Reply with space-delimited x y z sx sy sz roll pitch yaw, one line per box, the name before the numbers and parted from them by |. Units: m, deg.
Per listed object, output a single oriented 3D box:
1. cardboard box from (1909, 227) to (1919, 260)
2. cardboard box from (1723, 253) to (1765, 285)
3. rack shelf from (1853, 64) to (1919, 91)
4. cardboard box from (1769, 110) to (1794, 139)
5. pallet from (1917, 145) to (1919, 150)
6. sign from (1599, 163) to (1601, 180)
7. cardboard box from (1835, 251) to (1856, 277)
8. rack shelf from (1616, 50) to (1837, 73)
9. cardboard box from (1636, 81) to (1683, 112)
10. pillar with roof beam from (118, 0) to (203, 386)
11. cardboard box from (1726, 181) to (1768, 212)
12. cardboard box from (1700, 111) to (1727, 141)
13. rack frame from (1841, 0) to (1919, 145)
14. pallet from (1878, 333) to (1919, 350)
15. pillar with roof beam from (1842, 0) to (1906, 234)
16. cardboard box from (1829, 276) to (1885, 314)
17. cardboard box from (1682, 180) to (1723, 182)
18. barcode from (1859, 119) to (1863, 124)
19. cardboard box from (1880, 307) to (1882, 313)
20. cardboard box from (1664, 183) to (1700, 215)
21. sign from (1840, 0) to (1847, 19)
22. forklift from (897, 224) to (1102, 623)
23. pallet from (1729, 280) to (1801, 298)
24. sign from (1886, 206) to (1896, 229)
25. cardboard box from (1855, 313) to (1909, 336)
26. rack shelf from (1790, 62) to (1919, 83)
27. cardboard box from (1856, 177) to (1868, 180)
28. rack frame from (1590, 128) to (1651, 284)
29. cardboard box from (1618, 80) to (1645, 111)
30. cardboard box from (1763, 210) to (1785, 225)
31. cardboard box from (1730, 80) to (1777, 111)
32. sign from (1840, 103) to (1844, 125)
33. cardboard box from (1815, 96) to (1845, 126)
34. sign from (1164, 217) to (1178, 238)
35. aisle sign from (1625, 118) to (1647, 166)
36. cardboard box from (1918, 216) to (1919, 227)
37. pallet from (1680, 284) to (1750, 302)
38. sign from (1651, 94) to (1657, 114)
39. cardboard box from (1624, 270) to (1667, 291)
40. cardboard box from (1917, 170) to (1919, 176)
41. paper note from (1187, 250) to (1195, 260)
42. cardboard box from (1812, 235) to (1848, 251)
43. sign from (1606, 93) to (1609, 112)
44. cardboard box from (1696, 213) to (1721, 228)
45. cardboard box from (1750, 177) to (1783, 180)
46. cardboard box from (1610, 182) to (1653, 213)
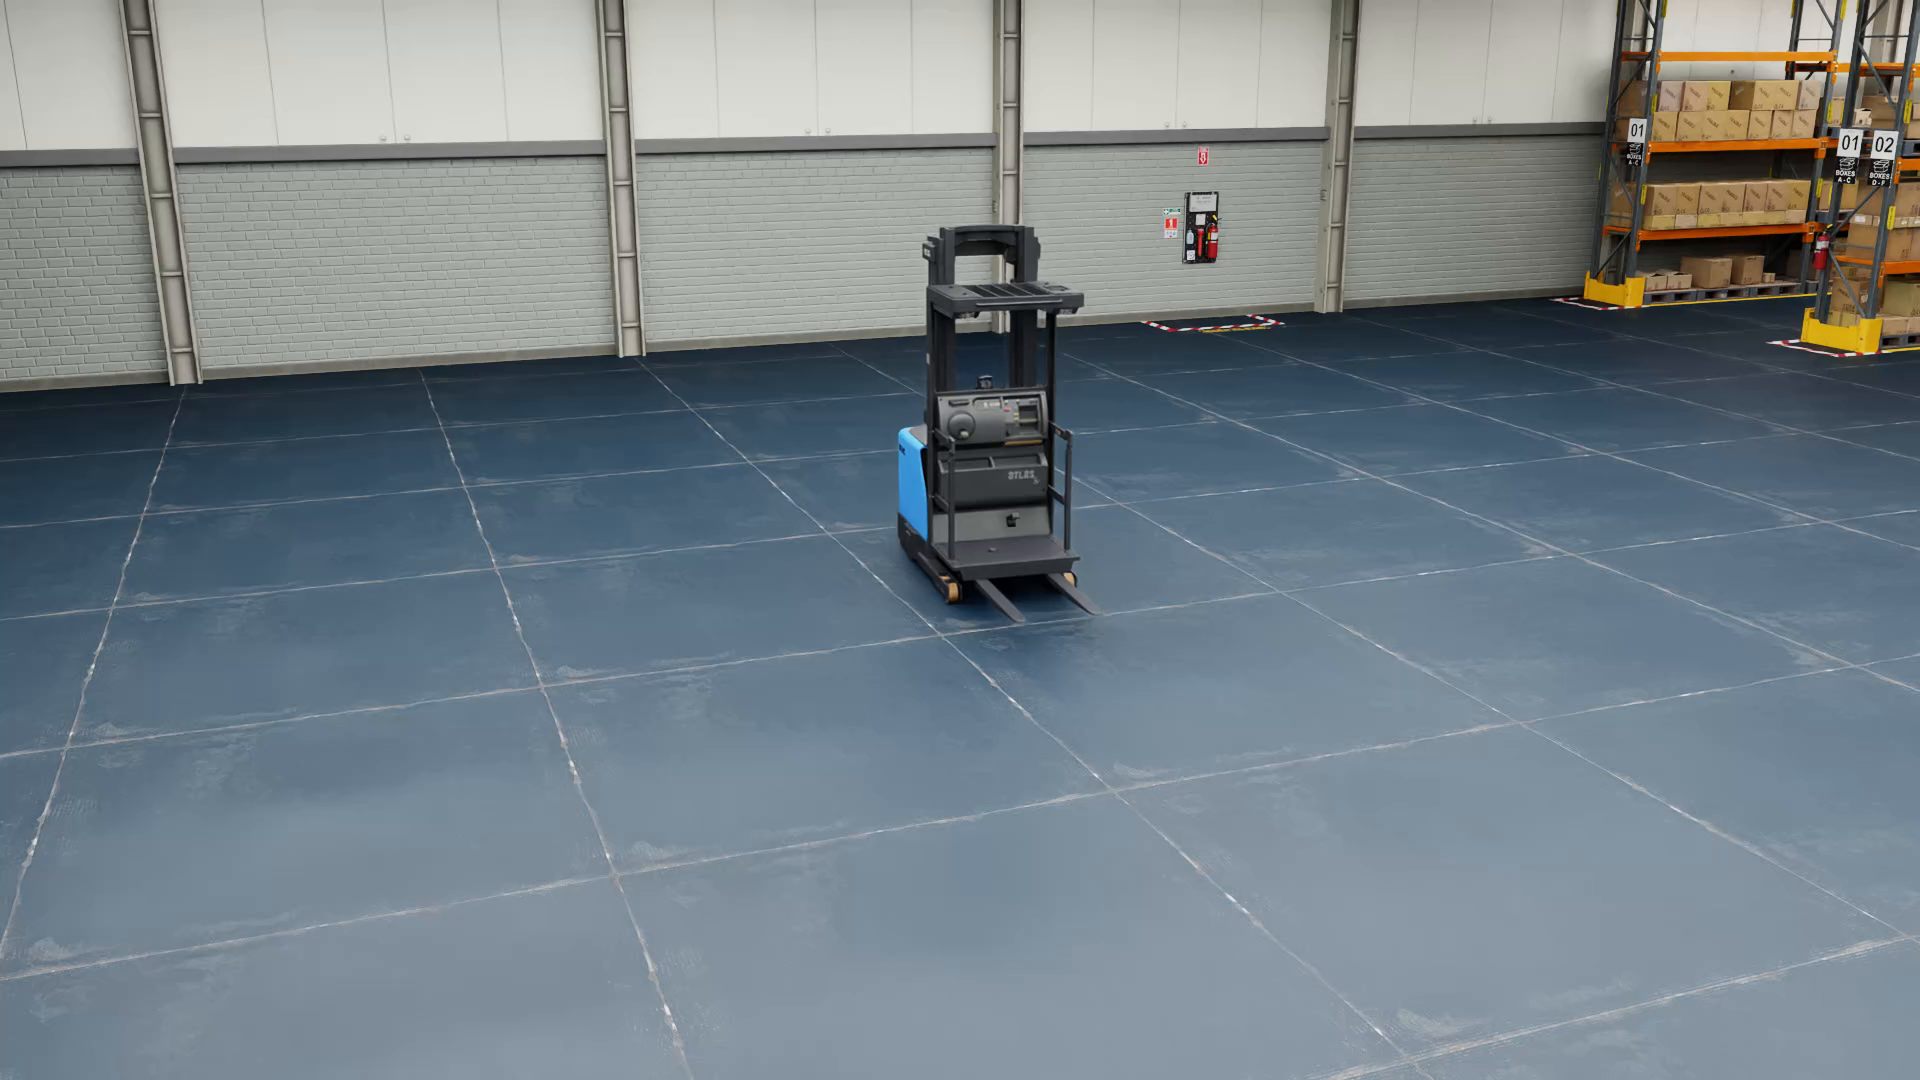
cardboard box | 14.308 -4.534 25.190 0.500 0.500 0.700 -6 17 -19
cardboard box | 14.383 -4.991 30.579 0.500 0.500 0.500 -8 18 -24
rack shelf | 15.247 -6.931 24.869 4.000 0.370 1.077 -6 17 -20
cardboard box | 14.478 -7.428 29.684 0.500 0.500 0.500 -8 18 -25
pallet | 15.190 -5.974 25.102 1.213 0.211 1.003 -6 17 -20
sign | 11.423 -6.547 29.604 0.005 0.325 0.100 -6 17 -20
cardboard box | 16.484 -5.250 31.461 0.500 0.500 0.700 -7 18 -21
rack shelf | 13.471 -8.425 29.250 4.000 0.370 1.077 -6 17 -20
cardboard box | 12.050 -7.643 28.642 0.500 0.500 0.500 -8 18 -24
pillar with roof beam | -8.923 -5.316 17.380 0.400 9.000 9.100 -6 17 -20
cardboard box | 14.069 -6.163 29.814 0.500 0.500 0.500 -7 18 -22
cardboard box | 13.003 -7.254 29.093 0.500 0.500 0.500 -5 17 -18
rack frame | 13.379 -7.267 24.025 0.127 3.000 1.000 -6 17 -20
pallet | 14.078 -3.139 25.563 1.213 0.211 1.003 -6 17 -20
pillar with roof beam | 19.090 -8.340 27.680 0.400 9.000 9.100 -6 17 -20
cardboard box | 13.773 -3.763 25.544 0.500 0.500 0.500 -6 17 -20
cardboard box | 13.392 -6.244 30.090 0.500 0.500 0.500 -6 17 -19
barcode | 13.488 -6.263 24.902 0.075 0.075 0.001 -6 17 -20
cardboard box | 14.237 -3.456 25.830 0.500 0.250 0.500 -6 17 -20
cardboard box | 12.622 -6.005 29.275 0.500 0.500 0.500 -6 17 -20
sign | 15.515 -9.315 29.200 0.005 0.325 0.100 -6 17 -20
forklift | 0.332 -1.019 13.518 1.130 2.935 3.031 -5 17 -15
pallet | 14.724 -4.680 30.811 1.213 0.211 1.003 -6 17 -20
sign | 13.572 -4.695 24.238 0.005 0.325 0.100 -6 17 -20
cardboard box | 13.960 -3.266 25.183 0.500 0.250 0.500 -6 17 -20
rack shelf | 17.206 -8.638 30.680 4.000 0.370 1.077 -6 17 -20
cardboard box | 16.954 -6.525 31.188 0.500 0.500 0.700 -4 17 -12
rack frame | 11.603 -5.691 29.307 0.127 3.000 1.000 -6 17 -20
cardboard box | 11.912 -7.780 29.109 0.500 0.500 0.500 -5 17 -18
cardboard box | 14.536 -5.857 30.101 0.500 0.250 0.500 -6 17 -20
cardboard box | 13.976 -7.836 29.299 0.500 0.500 0.500 -7 18 -22
sign | 13.198 -6.359 24.825 0.005 0.325 0.100 -6 17 -20
cardboard box | 15.877 -7.817 30.301 0.500 0.500 0.500 -4 17 -12
sign | 3.470 -5.134 27.346 0.234 0.329 0.001 -6 17 -20
aisle sign | 11.643 -6.853 28.647 0.004 0.787 0.394 -6 17 -20
cardboard box | 14.302 -4.783 24.884 0.250 0.149 0.380 -6 17 -20
pallet | 13.583 -4.556 30.389 1.213 0.211 1.003 -6 17 -20
sign | 11.797 -7.407 28.275 0.005 0.325 0.100 -6 17 -20
cardboard box | 12.281 -4.658 29.781 0.500 0.311 0.500 -8 18 -26
cardboard box | 18.467 -6.989 31.617 0.250 0.149 0.380 -9 19 -29
paper note | 3.833 -4.723 27.574 0.142 0.148 0.016 -6 17 -20
cardboard box | 16.430 -5.590 31.287 0.500 0.250 0.500 -7 18 -21
sign | 11.423 -7.703 29.264 0.005 0.325 0.100 -6 17 -20
cardboard box | 13.130 -5.701 29.569 0.500 0.250 0.500 -6 18 -21
cardboard box | 14.825 -6.400 30.619 0.500 0.500 0.500 -7 18 -21
cardboard box | 11.967 -6.092 29.572 0.500 0.500 0.500 -6 18 -21
